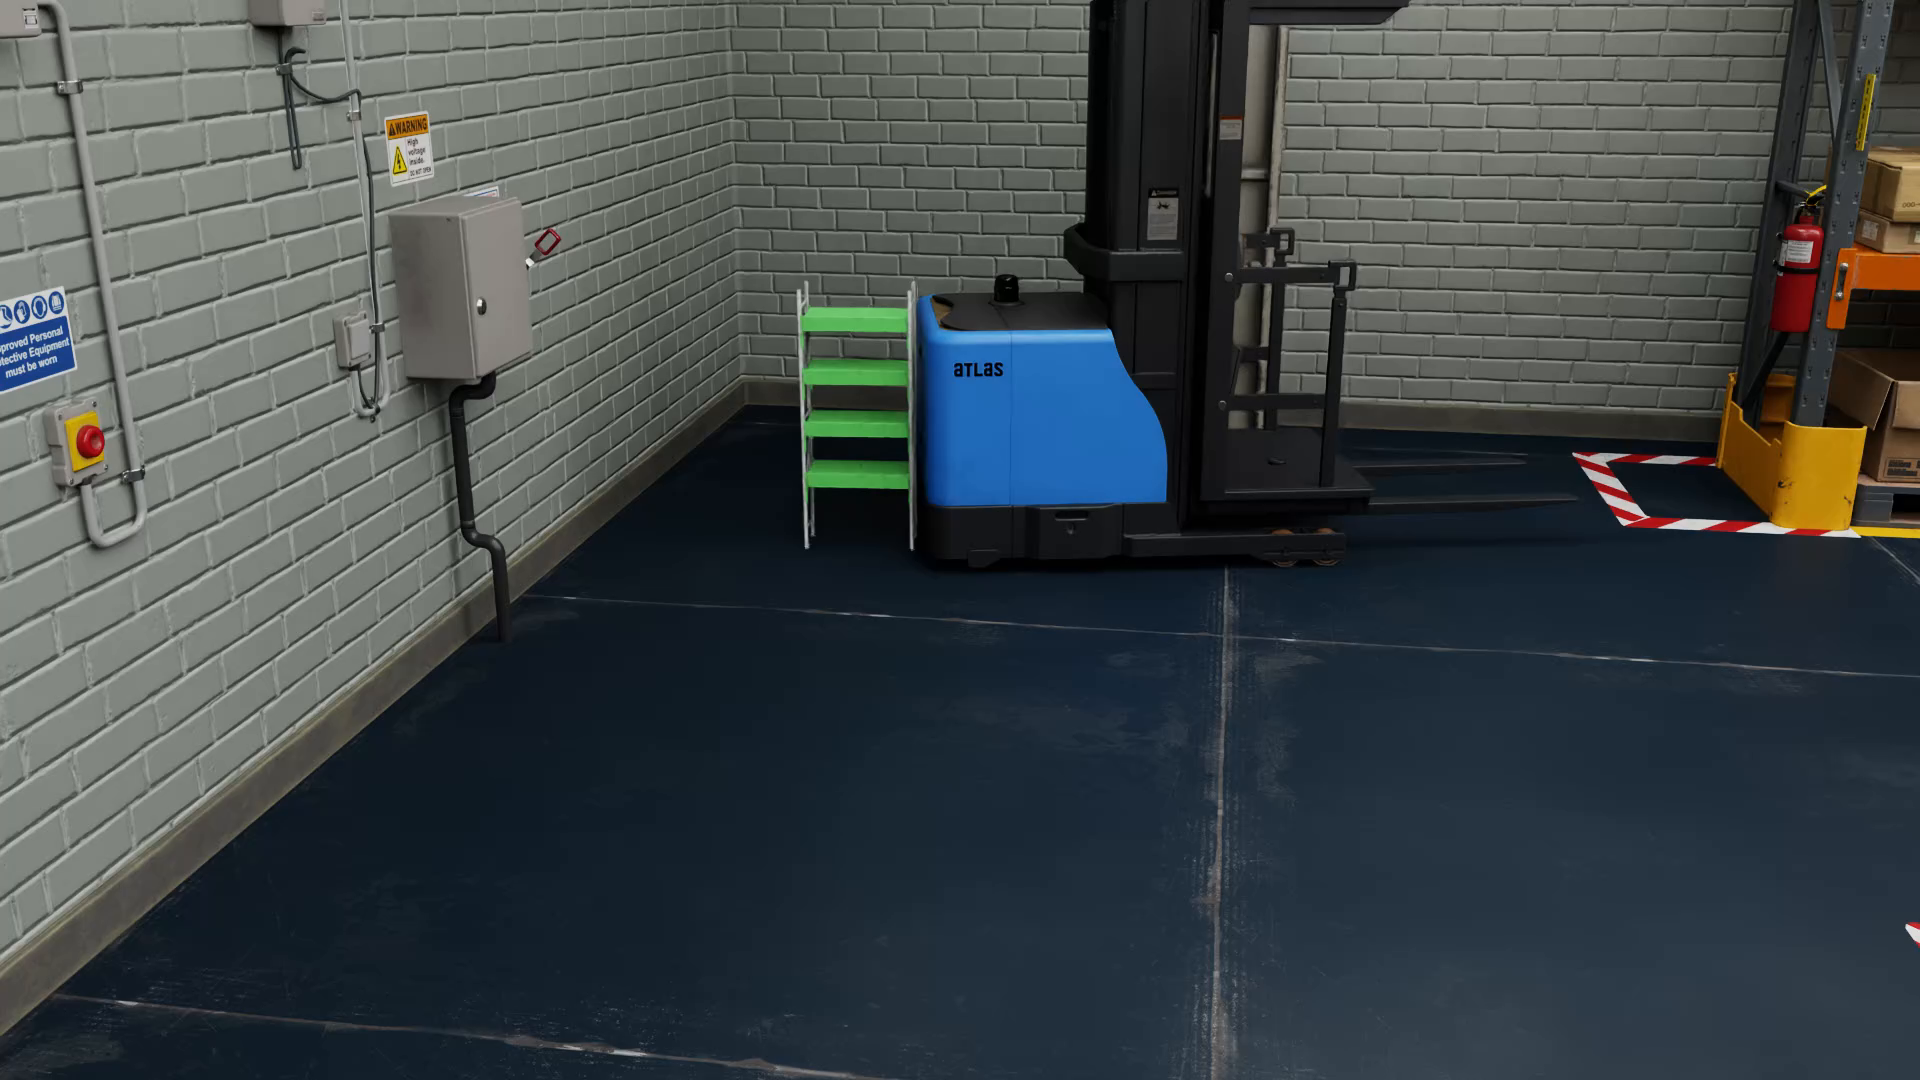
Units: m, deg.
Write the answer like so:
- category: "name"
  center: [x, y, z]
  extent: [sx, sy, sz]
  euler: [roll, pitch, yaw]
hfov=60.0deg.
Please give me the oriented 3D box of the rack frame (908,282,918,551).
- category: "rack frame"
  center: [-0.215, -0.558, 7.580]
  extent: [0.015, 1.200, 0.240]
  euler: [1, 19, 3]

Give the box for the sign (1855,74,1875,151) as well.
- category: "sign"
  center: [4.019, -1.899, 7.387]
  extent: [0.005, 0.325, 0.100]
  euler: [3, 19, 9]

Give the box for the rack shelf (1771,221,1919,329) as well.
- category: "rack shelf"
  center: [6.080, -1.217, 7.845]
  extent: [4.000, 0.370, 1.077]
  euler: [3, 19, 9]

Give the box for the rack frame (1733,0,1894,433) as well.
- category: "rack frame"
  center: [4.105, -1.658, 8.032]
  extent: [0.127, 3.000, 1.000]
  euler: [3, 19, 9]

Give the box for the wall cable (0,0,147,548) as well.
- category: "wall cable"
  center: [-2.250, -0.876, 4.044]
  extent: [0.123, 1.953, 0.585]
  euler: [3, 19, 9]

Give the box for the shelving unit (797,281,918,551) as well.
- category: "shelving unit"
  center: [-0.459, -0.562, 7.592]
  extent: [0.503, 1.200, 0.258]
  euler: [1, 19, 3]

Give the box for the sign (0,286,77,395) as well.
- category: "sign"
  center: [-2.318, -0.496, 4.131]
  extent: [0.001, 0.218, 0.327]
  euler: [3, 19, 9]

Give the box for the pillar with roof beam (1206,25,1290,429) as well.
- category: "pillar with roof beam"
  center: [0.903, -3.573, 4.299]
  extent: [0.400, 9.000, 9.100]
  euler: [3, 19, 9]

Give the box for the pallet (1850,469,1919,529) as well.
- category: "pallet"
  center: [4.967, -0.292, 8.344]
  extent: [1.213, 0.211, 1.003]
  euler: [3, 19, 9]

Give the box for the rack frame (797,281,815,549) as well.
- category: "rack frame"
  center: [-0.703, -0.566, 7.605]
  extent: [0.015, 1.200, 0.240]
  euler: [1, 19, 3]

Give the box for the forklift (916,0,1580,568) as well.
- category: "forklift"
  center: [1.322, -1.435, 7.472]
  extent: [3.031, 2.935, 1.130]
  euler: [-1, 19, -4]

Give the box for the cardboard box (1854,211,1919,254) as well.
- category: "cardboard box"
  center: [4.386, -1.437, 7.766]
  extent: [0.250, 0.149, 0.380]
  euler: [3, 19, 8]

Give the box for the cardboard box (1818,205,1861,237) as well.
- category: "cardboard box"
  center: [4.475, -1.607, 8.273]
  extent: [0.250, 0.149, 0.380]
  euler: [3, 19, 8]

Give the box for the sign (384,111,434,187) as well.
- category: "sign"
  center: [-1.986, -1.415, 6.004]
  extent: [0.001, 0.242, 0.339]
  euler: [3, 19, 9]

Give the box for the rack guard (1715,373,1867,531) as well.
- category: "rack guard"
  center: [4.180, -0.469, 8.417]
  extent: [0.348, 0.500, 1.175]
  euler: [3, 19, 9]

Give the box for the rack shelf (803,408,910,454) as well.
- category: "rack shelf"
  center: [-0.459, -0.502, 7.613]
  extent: [0.480, 0.148, 0.258]
  euler: [1, 19, 3]

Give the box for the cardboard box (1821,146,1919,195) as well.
- category: "cardboard box"
  center: [4.601, -1.788, 8.188]
  extent: [0.500, 0.250, 0.500]
  euler: [3, 19, 10]

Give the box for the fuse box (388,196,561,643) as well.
- category: "fuse box"
  center: [-1.772, -0.419, 6.360]
  extent: [0.414, 1.711, 0.539]
  euler: [3, 19, 9]

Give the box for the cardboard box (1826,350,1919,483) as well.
- category: "cardboard box"
  center: [4.694, -0.613, 8.181]
  extent: [0.637, 0.503, 0.797]
  euler: [2, 19, 6]

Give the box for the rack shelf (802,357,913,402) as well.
- category: "rack shelf"
  center: [-0.459, -0.729, 7.536]
  extent: [0.480, 0.148, 0.258]
  euler: [1, 19, 3]

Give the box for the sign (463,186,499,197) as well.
- category: "sign"
  center: [-1.899, -1.150, 6.664]
  extent: [0.001, 0.494, 0.329]
  euler: [3, 19, 9]

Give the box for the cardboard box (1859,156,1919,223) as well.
- category: "cardboard box"
  center: [4.510, -1.621, 7.688]
  extent: [0.500, 0.250, 0.500]
  euler: [3, 19, 9]

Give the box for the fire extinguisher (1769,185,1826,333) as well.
- category: "fire extinguisher"
  center: [3.886, -1.307, 7.693]
  extent: [0.183, 0.674, 0.296]
  euler: [3, 19, 9]

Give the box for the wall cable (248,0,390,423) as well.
- category: "wall cable"
  center: [-2.036, -1.306, 5.379]
  extent: [0.122, 1.984, 0.588]
  euler: [3, 19, 9]

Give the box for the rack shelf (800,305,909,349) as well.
- category: "rack shelf"
  center: [-0.459, -0.957, 7.460]
  extent: [0.480, 0.148, 0.258]
  euler: [1, 19, 3]

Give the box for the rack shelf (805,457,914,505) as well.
- category: "rack shelf"
  center: [-0.459, -0.274, 7.689]
  extent: [0.480, 0.148, 0.258]
  euler: [1, 19, 3]
